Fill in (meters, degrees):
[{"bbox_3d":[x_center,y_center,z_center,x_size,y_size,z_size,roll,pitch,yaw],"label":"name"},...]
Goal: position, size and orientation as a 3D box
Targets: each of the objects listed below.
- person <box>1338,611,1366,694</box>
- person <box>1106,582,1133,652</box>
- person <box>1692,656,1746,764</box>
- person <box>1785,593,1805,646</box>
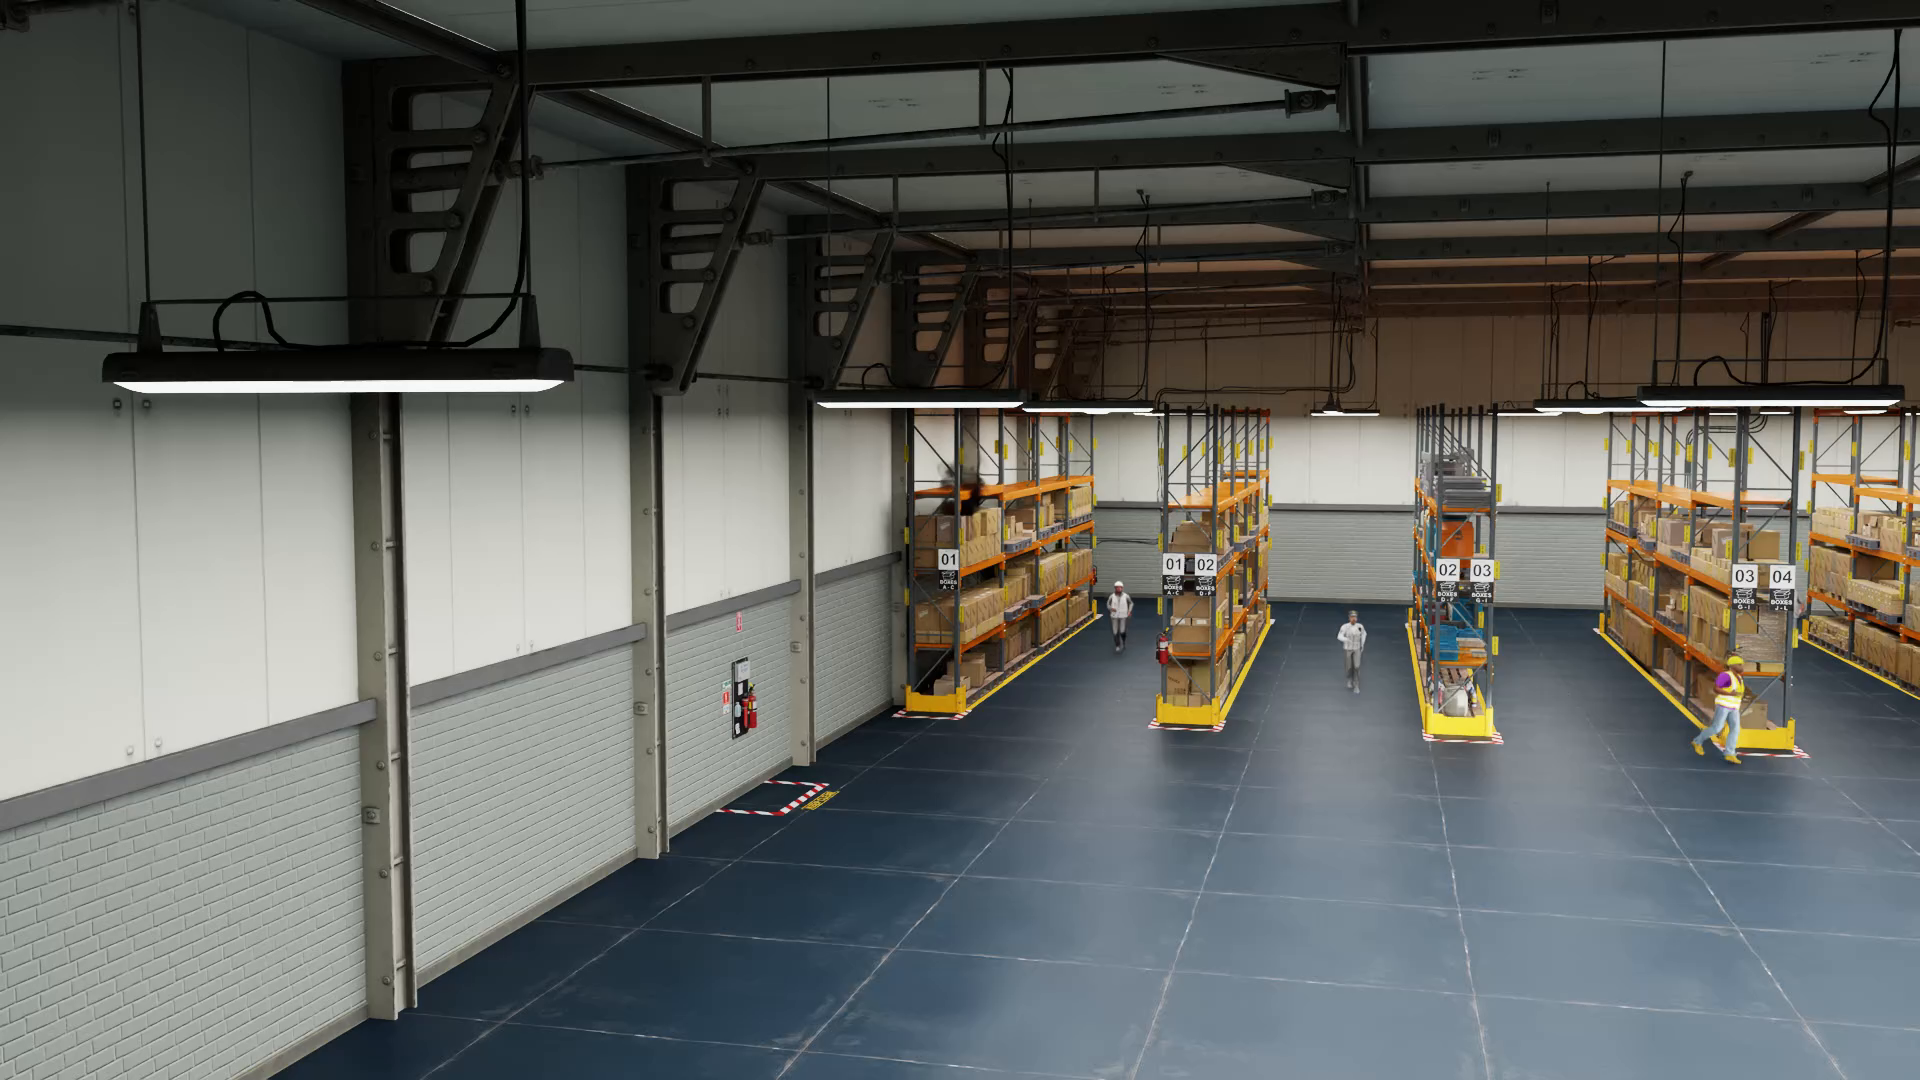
[{"bbox_3d":[8.238,2.344,34.959,0.594,1.752,0.751,1,4,10],"label":"person"},{"bbox_3d":[3.901,1.886,40.724,0.645,1.732,0.592,1,4,11],"label":"person"},{"bbox_3d":[12.910,2.818,27.954,0.707,1.743,0.936,-2,5,-27],"label":"person"},{"bbox_3d":[20.040,1.902,40.163,0.648,1.800,0.872,2,4,21],"label":"person"}]
